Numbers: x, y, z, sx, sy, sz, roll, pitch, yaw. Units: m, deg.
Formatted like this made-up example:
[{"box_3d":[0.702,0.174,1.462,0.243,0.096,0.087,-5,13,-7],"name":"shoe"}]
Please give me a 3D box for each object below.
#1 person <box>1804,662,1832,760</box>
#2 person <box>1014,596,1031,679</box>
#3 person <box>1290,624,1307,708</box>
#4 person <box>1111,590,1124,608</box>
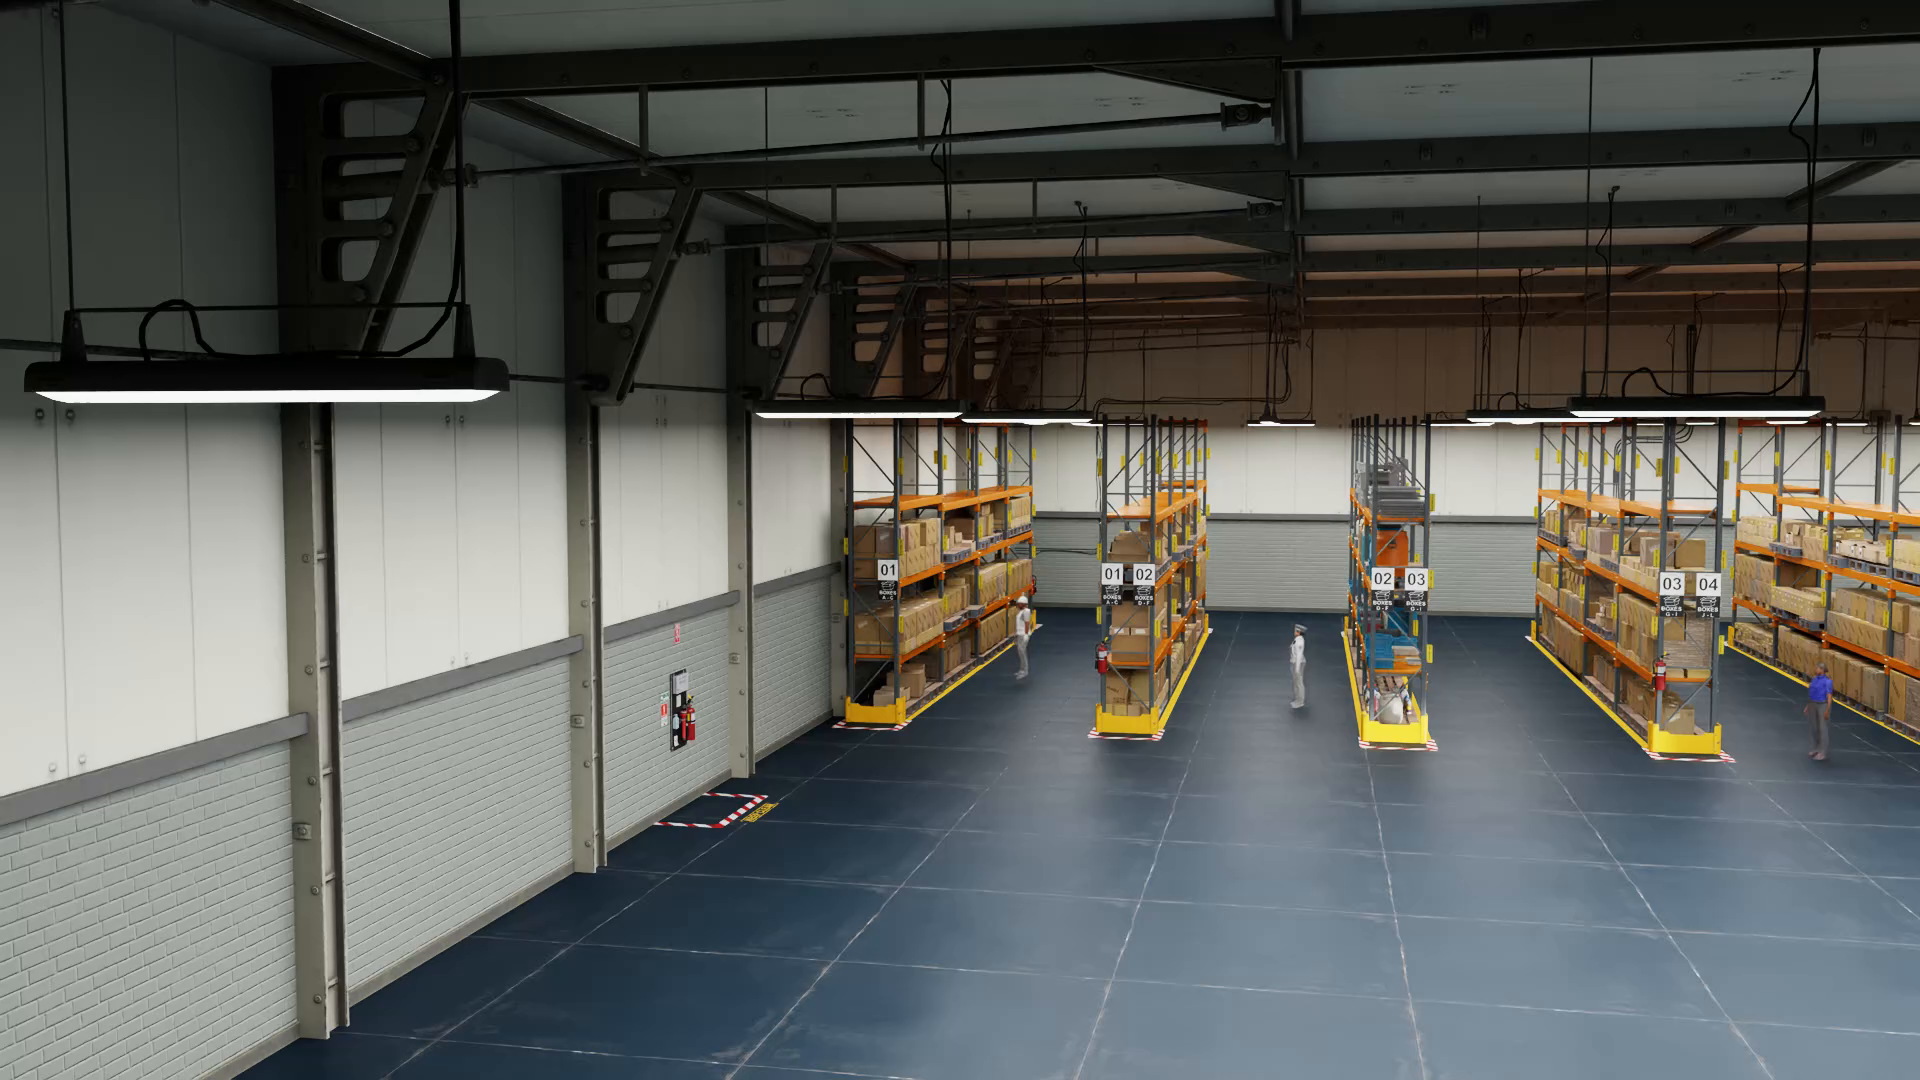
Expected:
[{"box_3d":[14.967,2.972,29.015,0.481,1.687,0.462,-2,4,-31],"name":"person"},{"box_3d":[1.410,2.188,37.524,0.390,1.826,0.627,0,4,-3],"name":"person"},{"box_3d":[6.995,2.590,34.429,0.394,1.702,0.523,0,4,-7],"name":"person"},{"box_3d":[5.035,1.473,50.563,0.602,1.732,0.917,-3,5,-40],"name":"person"}]
